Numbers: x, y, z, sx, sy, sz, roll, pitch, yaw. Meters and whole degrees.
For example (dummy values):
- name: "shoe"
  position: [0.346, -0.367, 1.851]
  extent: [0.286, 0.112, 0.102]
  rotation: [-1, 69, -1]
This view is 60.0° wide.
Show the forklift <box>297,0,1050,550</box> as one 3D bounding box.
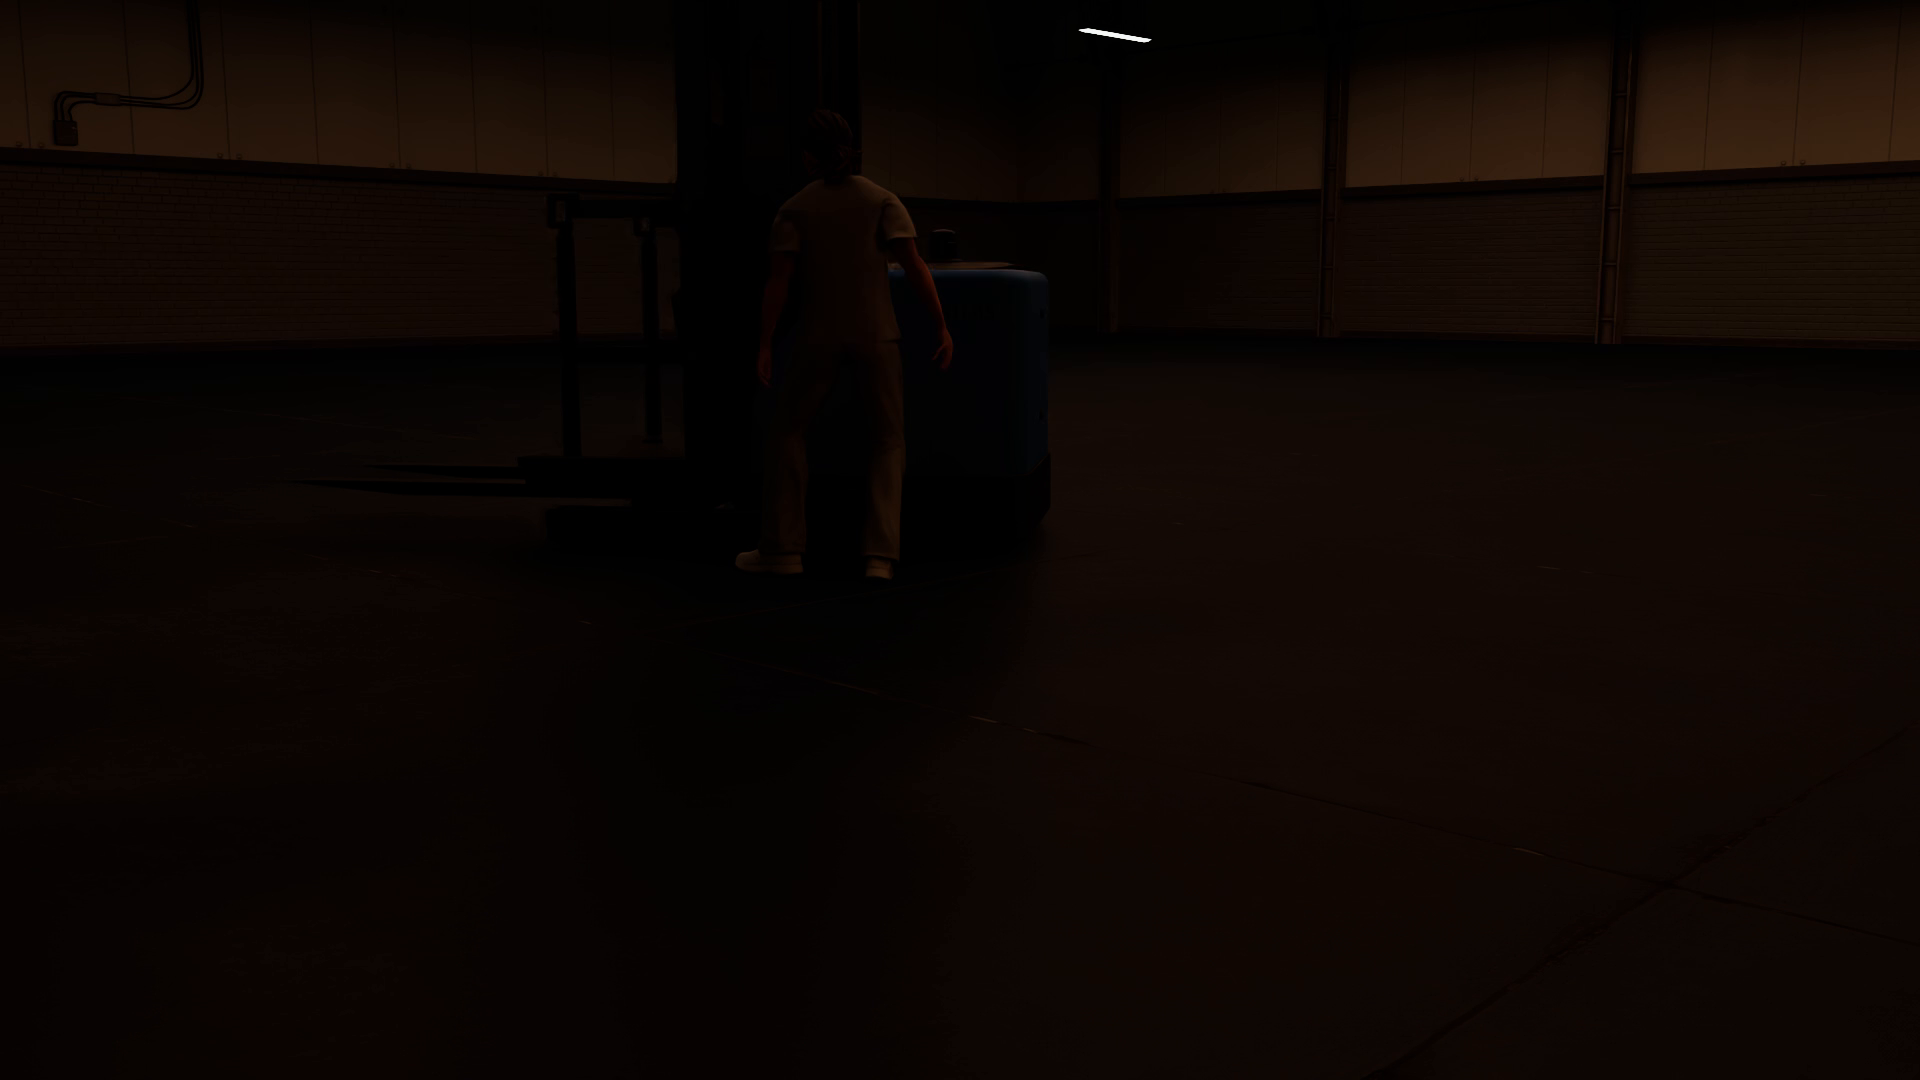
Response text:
- name: "forklift"
  position: [-1.173, -1.486, 6.744]
  extent: [3.031, 2.935, 1.130]
  rotation: [1, 9, 8]

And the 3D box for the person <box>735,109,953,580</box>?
- name: "person"
  position: [-0.420, -0.664, 5.781]
  extent: [0.799, 1.642, 0.424]
  rotation: [1, 9, 4]
